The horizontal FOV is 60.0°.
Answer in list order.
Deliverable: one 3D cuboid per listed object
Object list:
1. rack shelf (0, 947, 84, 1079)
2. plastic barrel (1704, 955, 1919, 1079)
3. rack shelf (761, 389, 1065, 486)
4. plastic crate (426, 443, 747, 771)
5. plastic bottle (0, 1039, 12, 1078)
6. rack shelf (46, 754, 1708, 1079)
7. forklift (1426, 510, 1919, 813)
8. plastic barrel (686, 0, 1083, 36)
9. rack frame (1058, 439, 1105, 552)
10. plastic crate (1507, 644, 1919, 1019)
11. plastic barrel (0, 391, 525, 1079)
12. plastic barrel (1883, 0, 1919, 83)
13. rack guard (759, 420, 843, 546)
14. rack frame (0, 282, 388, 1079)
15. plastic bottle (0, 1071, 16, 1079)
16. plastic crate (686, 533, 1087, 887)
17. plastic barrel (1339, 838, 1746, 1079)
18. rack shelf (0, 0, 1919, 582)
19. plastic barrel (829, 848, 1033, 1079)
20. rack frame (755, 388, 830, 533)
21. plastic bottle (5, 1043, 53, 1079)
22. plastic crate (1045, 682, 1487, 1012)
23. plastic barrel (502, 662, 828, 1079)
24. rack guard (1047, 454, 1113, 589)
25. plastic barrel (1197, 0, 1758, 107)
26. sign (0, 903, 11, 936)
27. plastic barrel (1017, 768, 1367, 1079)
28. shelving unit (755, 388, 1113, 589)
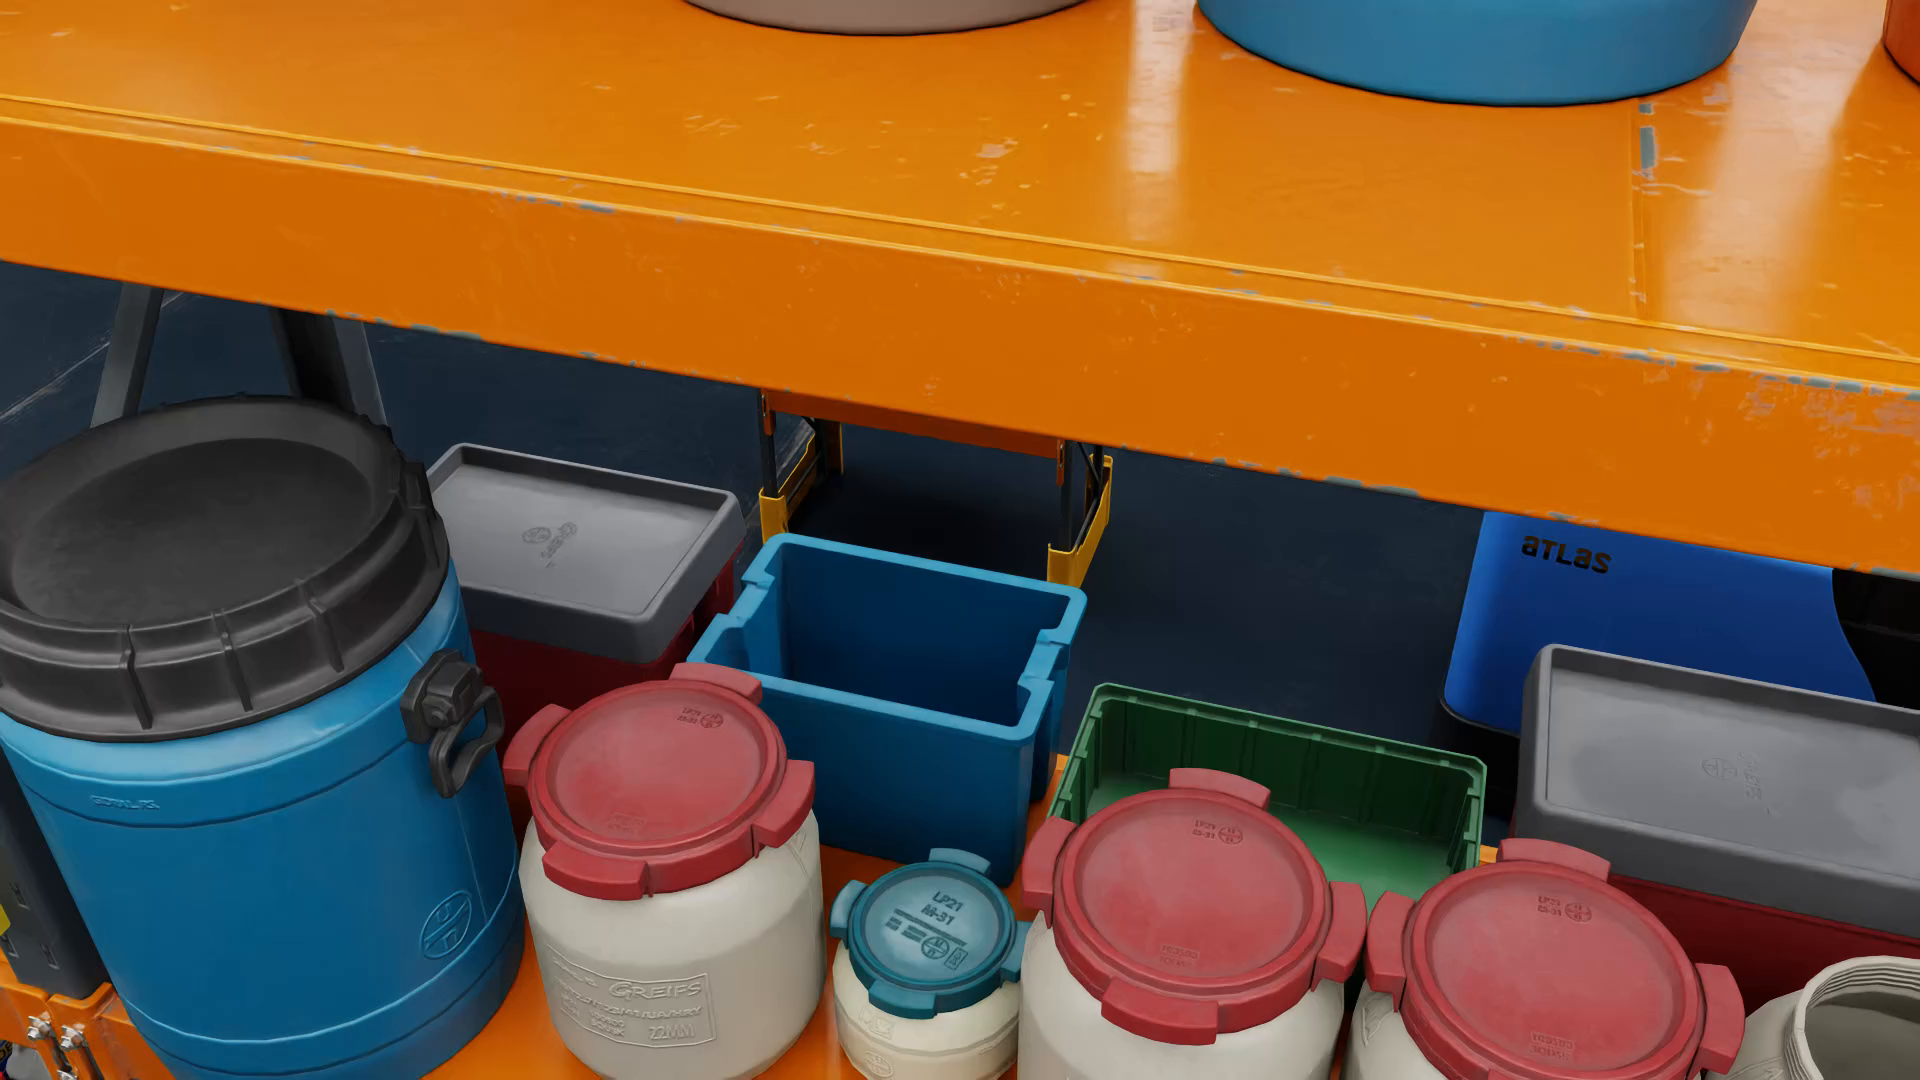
[{"bbox_3d":[-3.167,0.209,3.542,4.000,0.370,1.077,10,38,14],"label":"rack shelf"},{"bbox_3d":[1.113,0.800,2.039,0.421,0.512,0.421,0,36,0],"label":"plastic barrel"},{"bbox_3d":[-0.081,-0.474,5.433,1.000,0.185,0.538,10,38,14],"label":"rack shelf"},{"bbox_3d":[-0.704,0.160,2.948,0.583,0.464,0.402,10,38,14],"label":"plastic crate"},{"bbox_3d":[-2.121,1.120,3.624,0.135,0.276,0.152,10,38,14],"label":"plastic bottle"},{"bbox_3d":[0.651,0.916,2.581,4.000,0.370,1.077,10,38,14],"label":"rack shelf"},{"bbox_3d":[2.893,-0.361,3.768,3.031,2.935,1.130,15,39,20],"label":"forklift"},{"bbox_3d":[-0.083,-1.054,1.698,0.600,0.901,0.600,0,36,0],"label":"plastic barrel"},{"bbox_3d":[0.404,-0.529,5.204,0.032,1.500,0.500,10,38,14],"label":"rack frame"},{"bbox_3d":[1.109,0.496,2.492,0.583,0.464,0.402,10,38,14],"label":"plastic crate"},{"bbox_3d":[-0.979,0.311,2.374,0.708,0.901,0.600,10,38,14],"label":"plastic barrel"},{"bbox_3d":[1.217,-0.784,1.392,0.708,0.830,0.600,10,38,14],"label":"plastic barrel"},{"bbox_3d":[-0.548,-0.202,5.814,0.087,0.250,0.587,10,38,14],"label":"rack guard"},{"bbox_3d":[-1.258,0.273,2.848,0.127,3.000,1.000,10,38,14],"label":"rack frame"},{"bbox_3d":[-1.958,1.212,3.436,0.185,0.351,0.144,10,37,13],"label":"plastic bottle"},{"bbox_3d":[-0.112,0.299,2.827,0.575,0.384,0.392,10,38,14],"label":"plastic crate"},{"bbox_3d":[0.703,0.718,2.130,0.433,0.535,0.433,0,36,0],"label":"plastic barrel"},{"bbox_3d":[0.651,-0.292,1.692,4.000,0.370,1.077,10,38,14],"label":"rack shelf"},{"bbox_3d":[-0.040,0.650,2.454,0.301,0.262,0.301,0,36,0],"label":"plastic barrel"},{"bbox_3d":[-0.567,-0.709,5.448,0.032,1.500,0.500,10,38,14],"label":"rack frame"},{"bbox_3d":[-1.915,1.130,3.547,0.185,0.351,0.144,10,38,14],"label":"plastic bottle"},{"bbox_3d":[0.489,0.507,2.710,0.662,0.188,0.450,10,38,14],"label":"plastic crate"},{"bbox_3d":[-0.410,0.512,2.410,0.433,0.535,0.433,0,36,0],"label":"plastic barrel"},{"bbox_3d":[0.403,-0.026,5.575,0.087,0.250,0.587,10,38,14],"label":"rack guard"},{"bbox_3d":[0.541,-0.939,1.541,0.708,0.901,0.600,10,38,14],"label":"plastic barrel"},{"bbox_3d":[-1.432,0.471,2.346,0.005,0.325,0.100,10,38,14],"label":"sign"},{"bbox_3d":[0.290,0.641,2.234,0.433,0.535,0.433,0,36,0],"label":"plastic barrel"},{"bbox_3d":[-0.073,-0.618,5.324,1.083,1.500,0.587,10,38,14],"label":"shelving unit"}]
